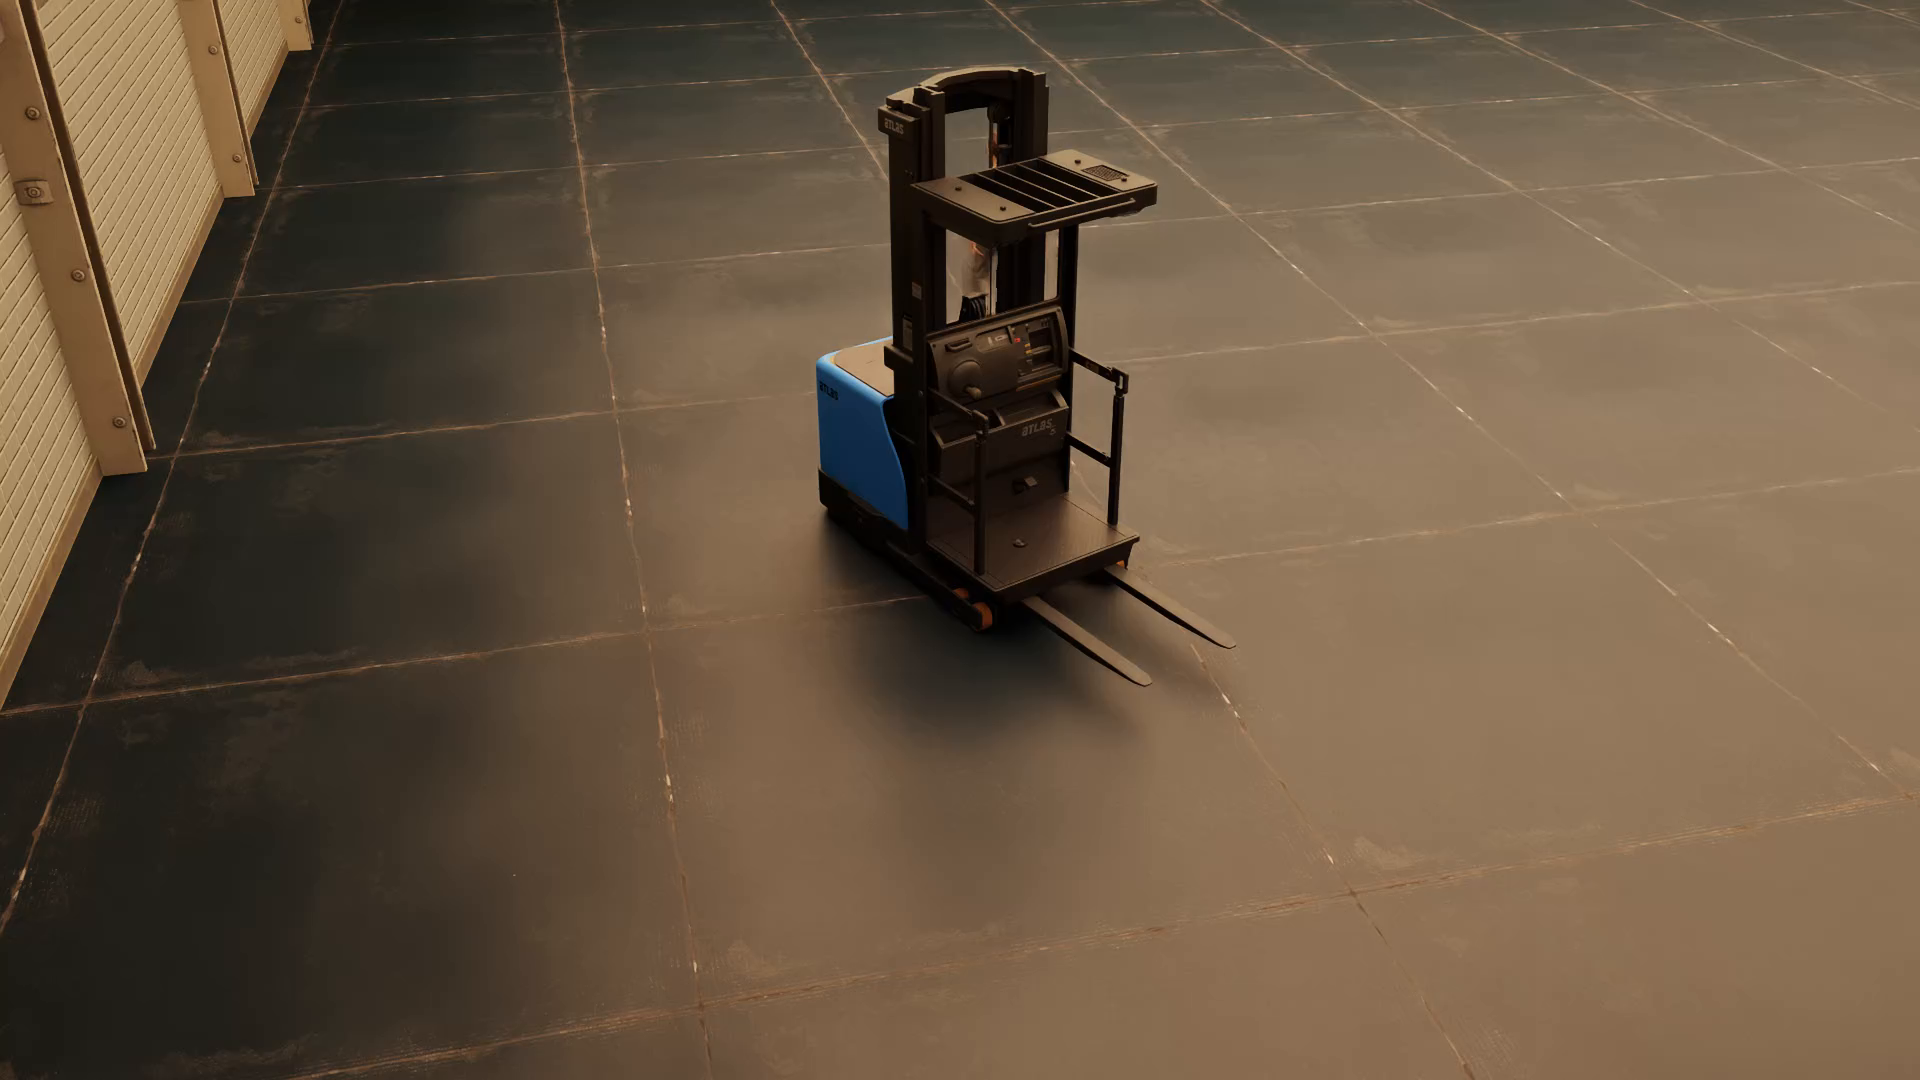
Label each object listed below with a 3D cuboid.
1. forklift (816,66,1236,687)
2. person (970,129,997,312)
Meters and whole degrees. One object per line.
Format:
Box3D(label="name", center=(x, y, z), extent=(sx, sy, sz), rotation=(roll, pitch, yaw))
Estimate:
Box3D(label="forklift", center=(0.355, -1.021, 9.338), extent=(1.130, 2.935, 3.031), rotation=(-20, 35, -30))
Box3D(label="person", center=(0.296, -2.387, 12.973), extent=(0.522, 1.690, 0.479), rotation=(-10, 32, -17))
